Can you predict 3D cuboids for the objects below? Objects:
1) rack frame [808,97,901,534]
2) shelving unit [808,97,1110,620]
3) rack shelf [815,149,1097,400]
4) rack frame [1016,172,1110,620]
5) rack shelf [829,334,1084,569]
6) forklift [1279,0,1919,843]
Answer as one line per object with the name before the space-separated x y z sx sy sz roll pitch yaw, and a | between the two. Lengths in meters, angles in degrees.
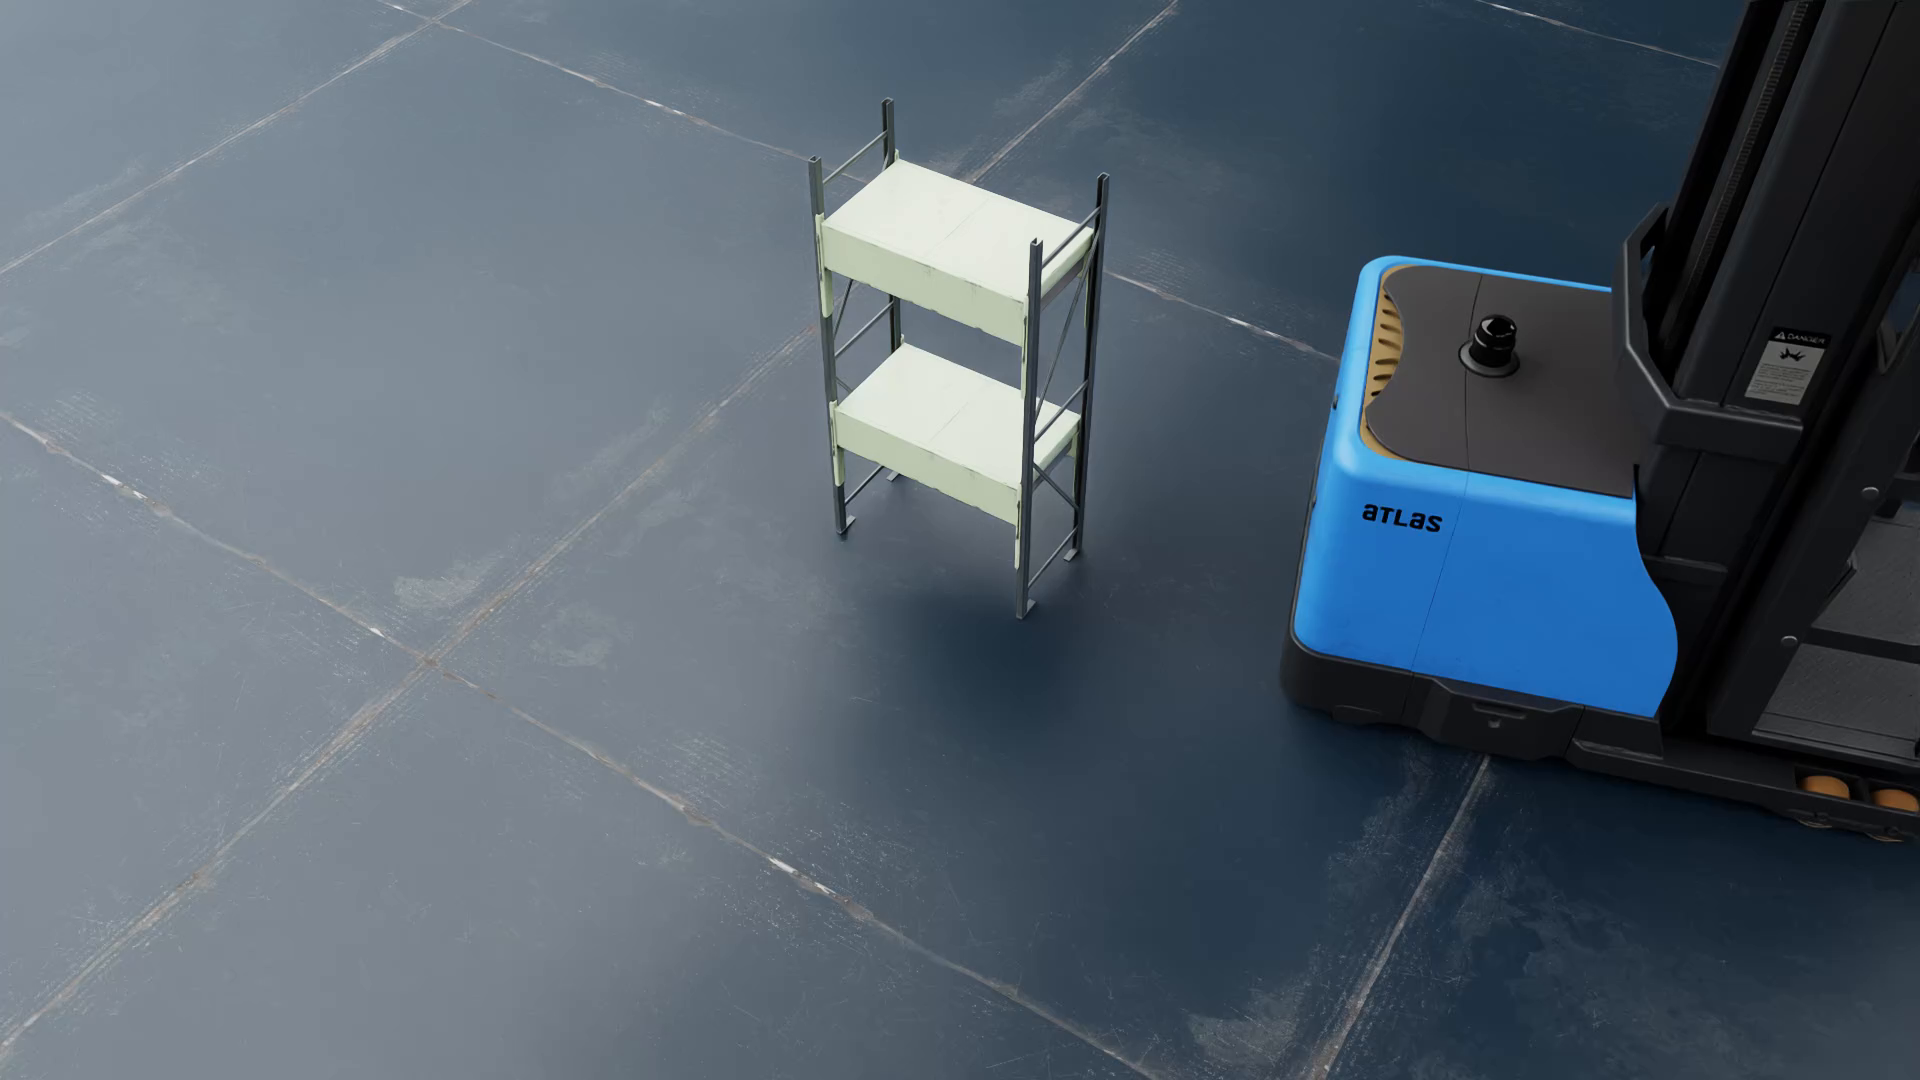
rack frame | -0.314 -0.667 5.352 0.023 1.500 0.400 25 51 22
shelving unit | -0.006 -0.525 5.215 0.755 1.500 0.431 25 51 22
rack shelf | -0.006 -0.797 4.935 0.720 0.370 0.431 25 51 22
rack frame | 0.302 -0.384 5.077 0.023 1.500 0.400 25 51 22
rack shelf | -0.006 -0.298 5.448 0.720 0.370 0.431 25 51 22
forklift | 2.576 -0.560 4.250 3.031 2.935 1.130 11 47 10
